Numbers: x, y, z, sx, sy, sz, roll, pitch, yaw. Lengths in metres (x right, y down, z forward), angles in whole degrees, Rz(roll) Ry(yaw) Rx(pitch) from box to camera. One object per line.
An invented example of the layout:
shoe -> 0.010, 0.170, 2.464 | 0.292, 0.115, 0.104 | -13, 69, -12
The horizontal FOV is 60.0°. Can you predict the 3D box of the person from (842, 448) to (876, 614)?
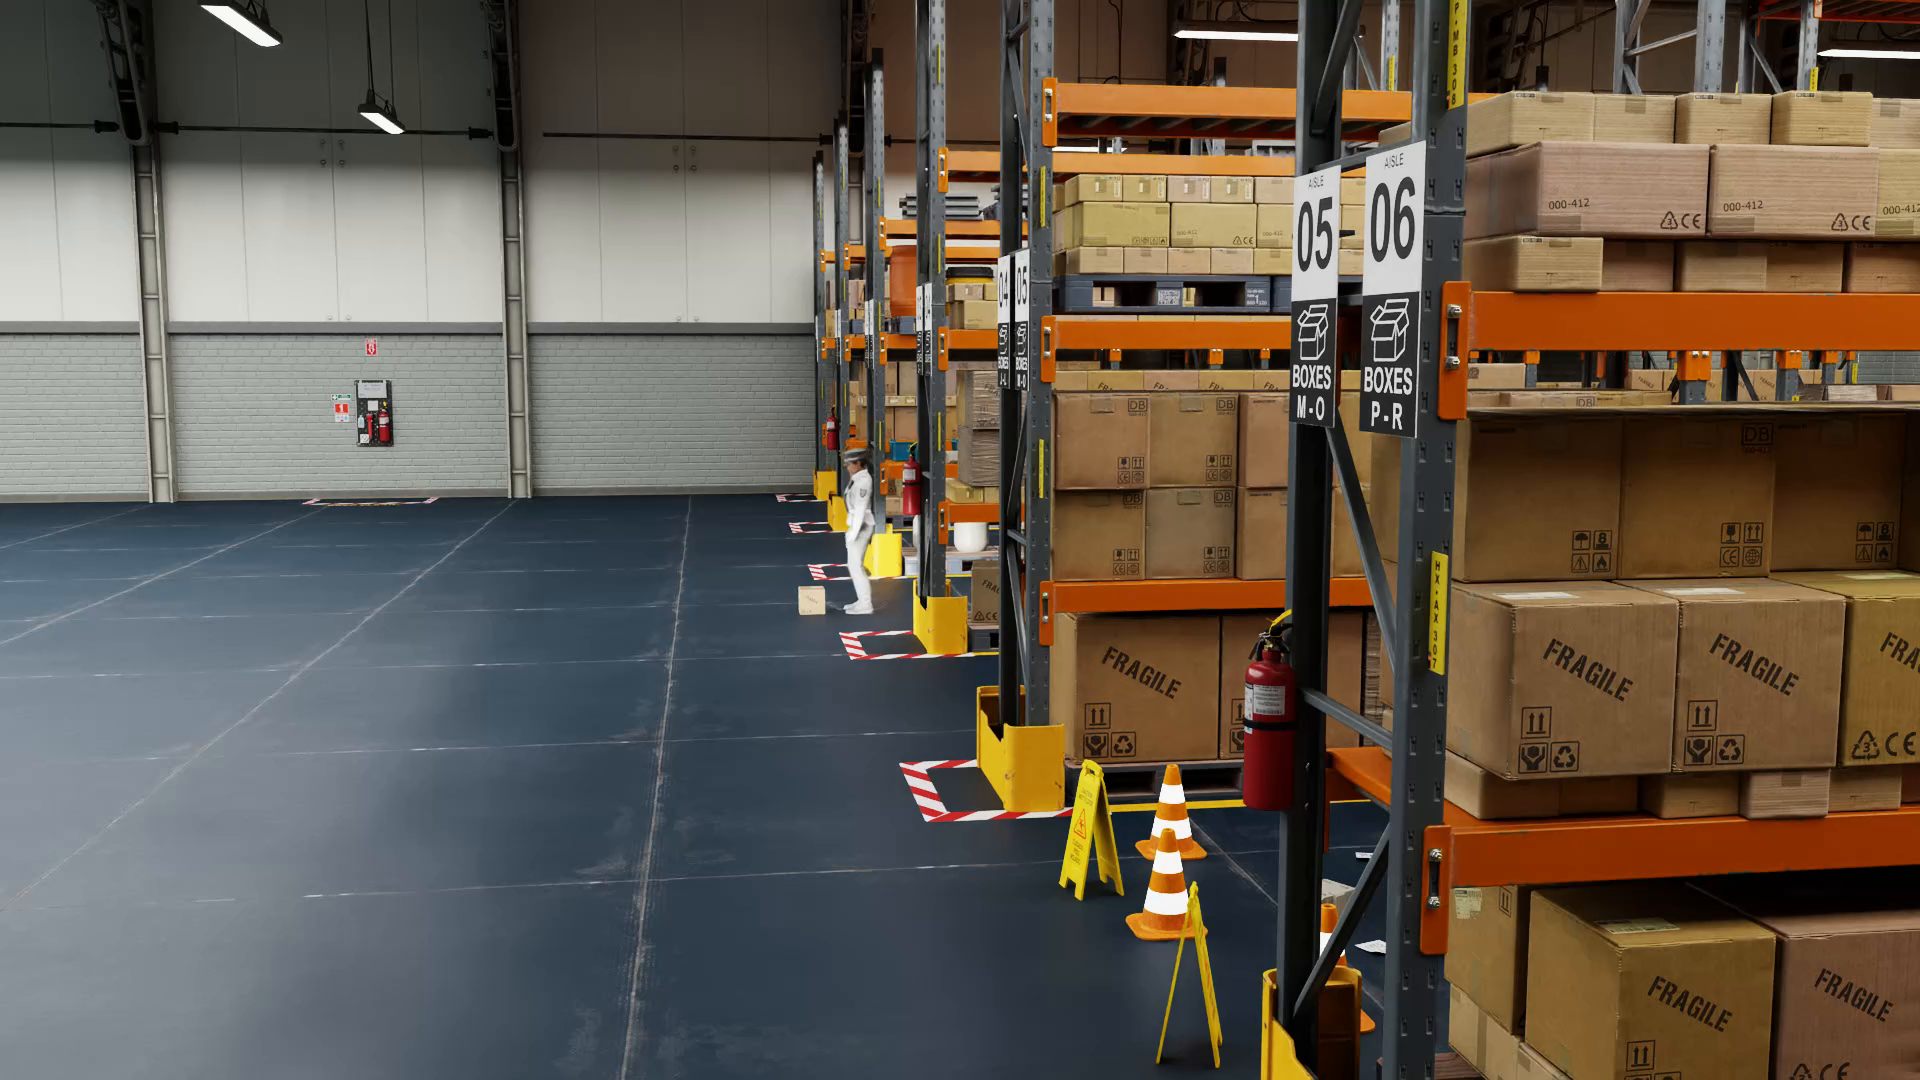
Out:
person -> -1.015, -0.091, 16.699 | 0.337, 1.661, 0.476 | -1, 7, -8
